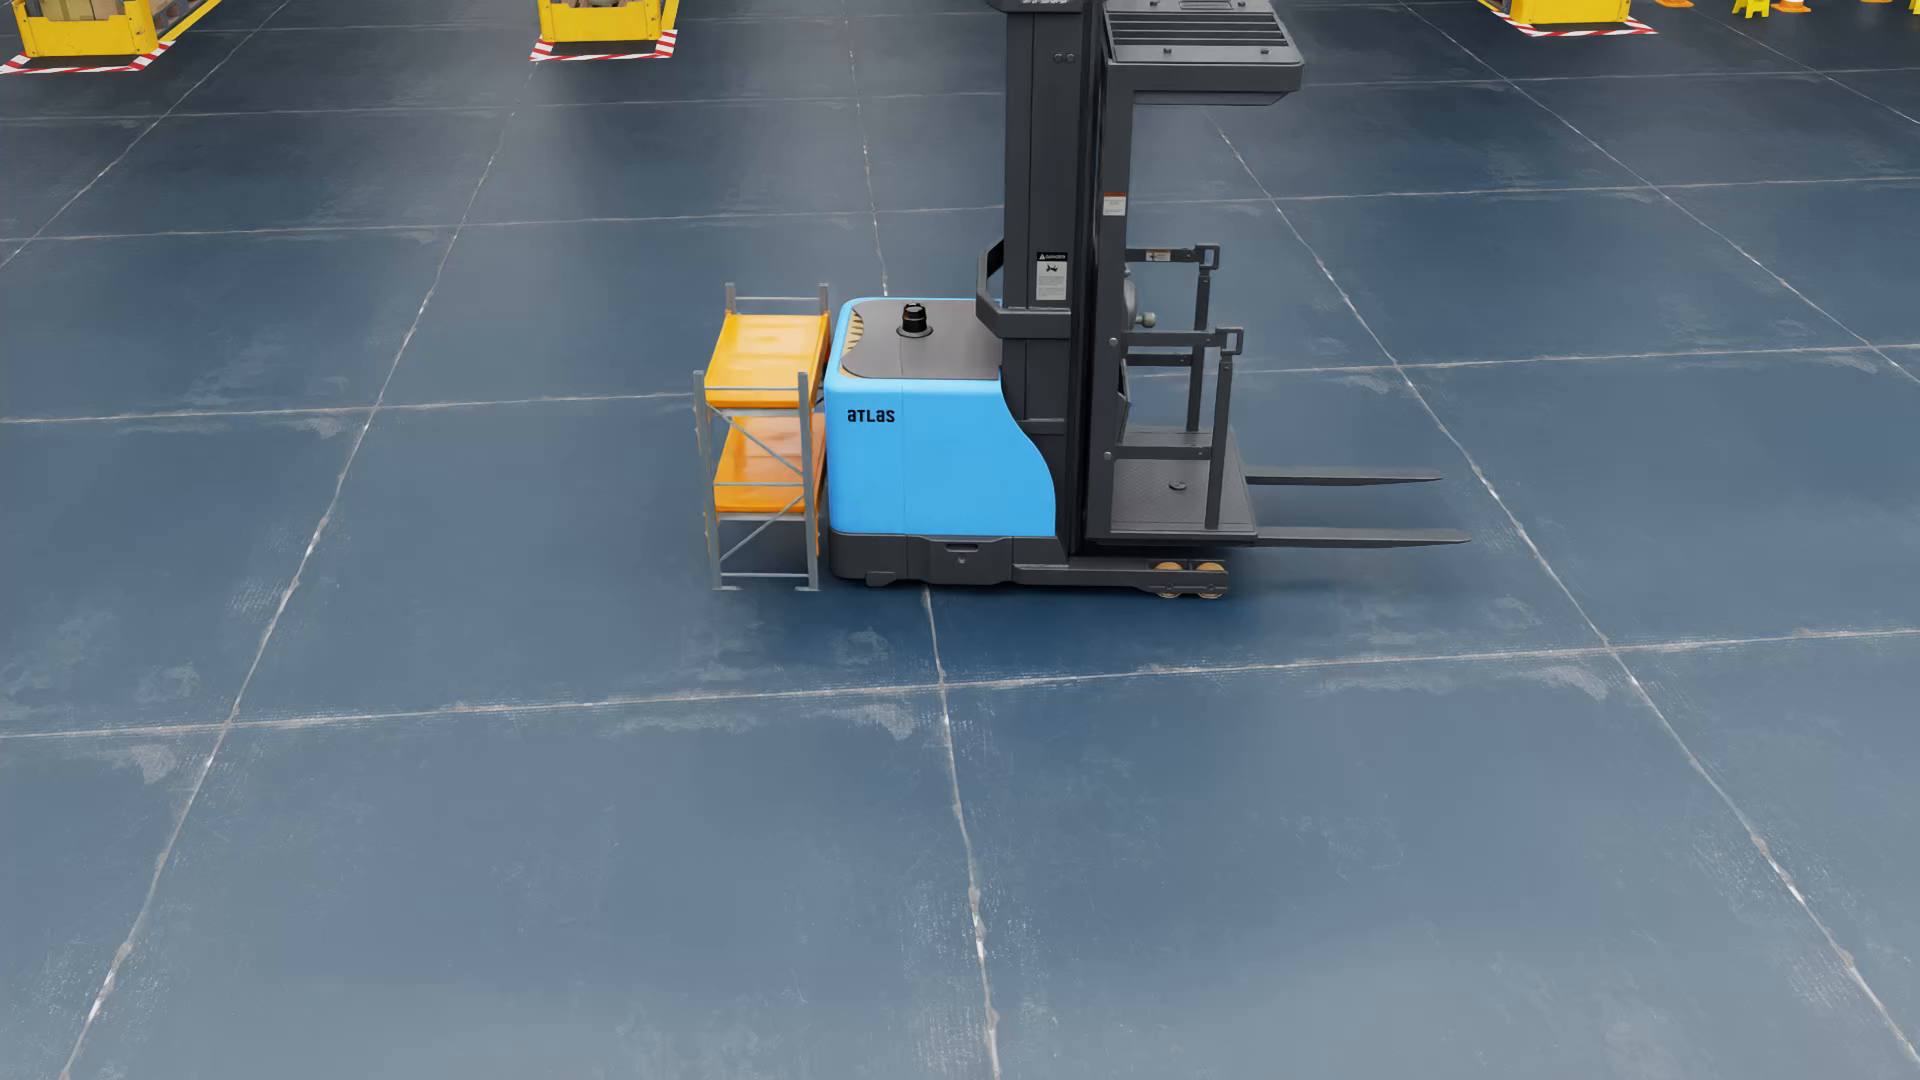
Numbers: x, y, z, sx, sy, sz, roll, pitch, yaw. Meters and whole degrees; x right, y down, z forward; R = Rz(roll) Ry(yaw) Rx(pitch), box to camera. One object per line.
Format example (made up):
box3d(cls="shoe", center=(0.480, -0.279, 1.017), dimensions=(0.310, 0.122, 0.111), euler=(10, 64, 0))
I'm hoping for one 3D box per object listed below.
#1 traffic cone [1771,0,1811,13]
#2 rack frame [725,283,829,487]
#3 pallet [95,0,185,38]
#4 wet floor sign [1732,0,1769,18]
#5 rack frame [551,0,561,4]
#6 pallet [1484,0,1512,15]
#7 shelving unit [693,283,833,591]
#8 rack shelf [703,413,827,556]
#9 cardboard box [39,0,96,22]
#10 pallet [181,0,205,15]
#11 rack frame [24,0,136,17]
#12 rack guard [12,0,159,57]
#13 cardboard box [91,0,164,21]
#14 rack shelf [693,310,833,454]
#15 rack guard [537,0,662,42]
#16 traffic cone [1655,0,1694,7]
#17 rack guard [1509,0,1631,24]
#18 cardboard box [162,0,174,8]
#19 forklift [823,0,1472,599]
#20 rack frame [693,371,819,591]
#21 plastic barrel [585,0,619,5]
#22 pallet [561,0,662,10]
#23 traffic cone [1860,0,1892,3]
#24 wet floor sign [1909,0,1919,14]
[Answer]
box3d(cls="traffic cone", center=(8.863, -5.868, 17.623), dimensions=(0.336, 0.463, 0.334), euler=(-3, 31, -5))
box3d(cls="rack frame", center=(-0.901, -0.772, 8.445), dimensions=(0.500, 1.125, 0.032), euler=(0, 31, 1))
box3d(cls="pallet", center=(-8.583, -5.270, 16.867), dimensions=(1.003, 0.211, 1.213), euler=(-3, 31, -5))
box3d(cls="wet floor sign", center=(8.316, -5.807, 17.342), dimensions=(0.267, 0.644, 0.232), euler=(-8, 32, -13))
box3d(cls="rack frame", center=(-3.537, -6.314, 15.896), dimensions=(1.000, 3.000, 0.127), euler=(-3, 31, -5))
box3d(cls="pallet", center=(6.189, -5.945, 17.997), dimensions=(1.003, 0.211, 1.213), euler=(-3, 31, -5))
box3d(cls="shelving unit", center=(-0.909, -0.511, 8.009), dimensions=(0.538, 1.125, 1.048), euler=(0, 31, 1))
box3d(cls="rack shelf", center=(-0.909, -0.302, 8.134), dimensions=(0.538, 0.278, 1.000), euler=(0, 31, 1))
box3d(cls="cardboard box", center=(-8.814, -5.338, 16.534), dimensions=(0.500, 0.250, 0.500), euler=(-3, 31, -5))
box3d(cls="pallet", center=(-8.693, -5.891, 17.907), dimensions=(1.003, 0.211, 1.213), euler=(-3, 31, -5))
box3d(cls="rack frame", center=(-8.469, -6.079, 15.502), dimensions=(1.000, 3.000, 0.127), euler=(-3, 31, -5))
box3d(cls="rack guard", center=(-8.467, -4.993, 16.122), dimensions=(1.175, 0.500, 0.348), euler=(-3, 31, -5))
box3d(cls="cardboard box", center=(-8.298, -5.363, 16.575), dimensions=(0.500, 0.250, 0.500), euler=(-3, 31, -5))
box3d(cls="rack shelf", center=(-0.909, -0.763, 7.859), dimensions=(0.538, 0.278, 1.000), euler=(0, 31, 1))
box3d(cls="rack guard", center=(-3.591, -5.277, 16.598), dimensions=(1.175, 0.500, 0.348), euler=(-3, 31, -5))
box3d(cls="traffic cone", center=(7.706, -5.987, 17.823), dimensions=(0.336, 0.463, 0.334), euler=(-3, 31, -5))
box3d(cls="rack guard", center=(6.344, -5.652, 17.225), dimensions=(1.175, 0.500, 0.348), euler=(-3, 31, -5))
box3d(cls="cardboard box", center=(-8.348, -5.618, 17.002), dimensions=(0.500, 0.250, 0.500), euler=(-3, 31, -5))
box3d(cls="forklift", center=(0.906, -1.262, 7.504), dimensions=(3.031, 2.935, 1.130), euler=(1, 31, 2))
box3d(cls="rack frame", center=(-0.918, -0.251, 7.573), dimensions=(0.500, 1.125, 0.032), euler=(0, 31, 1))
box3d(cls="plastic barrel", center=(-3.675, -5.759, 16.982), dimensions=(0.421, 0.512, 0.421), euler=(0, 31, 0))
box3d(cls="pallet", center=(-3.662, -5.568, 17.367), dimensions=(1.003, 0.211, 1.213), euler=(-3, 31, -5))
box3d(cls="traffic cone", center=(9.936, -6.095, 18.003), dimensions=(0.336, 0.463, 0.334), euler=(-3, 31, -5))
box3d(cls="wet floor sign", center=(10.213, -5.867, 17.443), dimensions=(0.267, 0.644, 0.232), euler=(8, 32, 13))
